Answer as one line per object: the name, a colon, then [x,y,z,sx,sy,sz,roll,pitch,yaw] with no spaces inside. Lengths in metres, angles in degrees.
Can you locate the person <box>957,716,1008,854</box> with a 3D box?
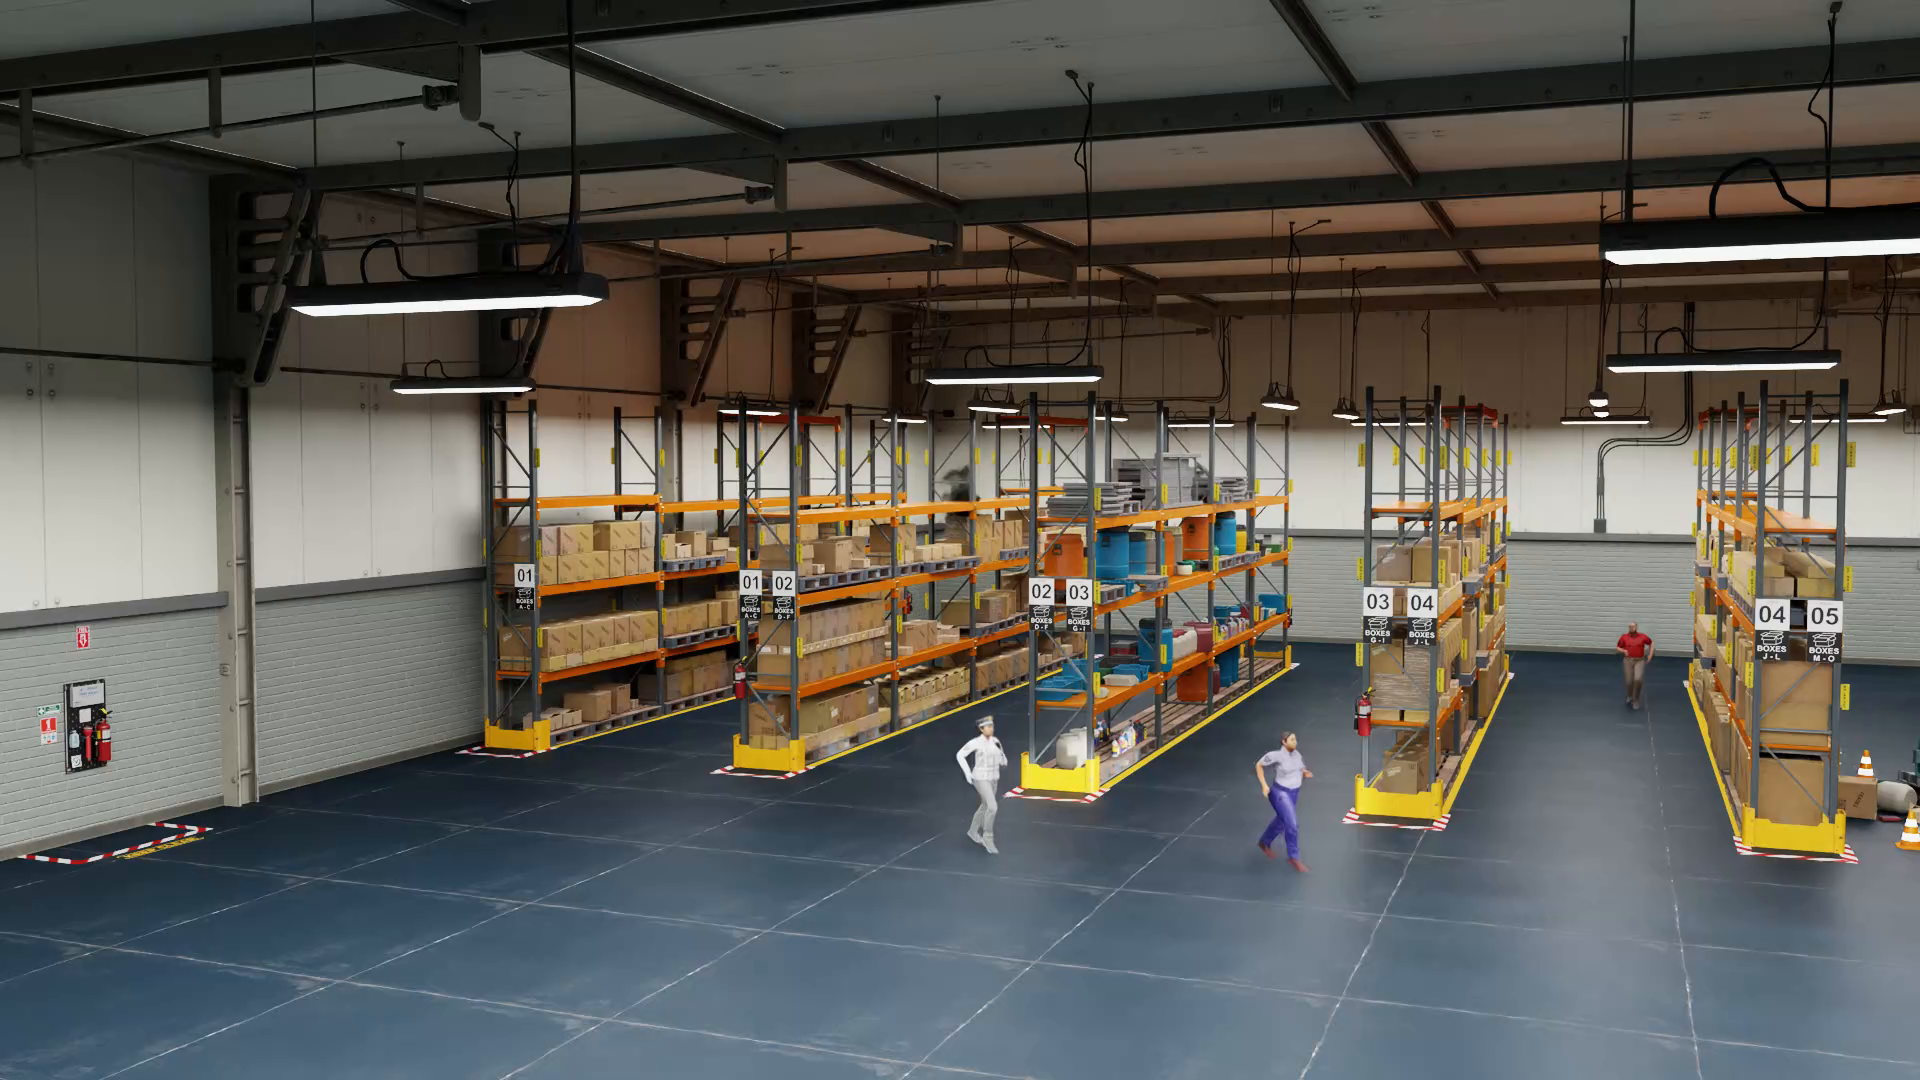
person: [0.328,3.110,21.242,0.744,1.753,0.578,3,4,44]

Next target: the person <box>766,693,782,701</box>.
person: [-3.389,2.713,30.795,0.537,1.558,0.549,0,3,10]

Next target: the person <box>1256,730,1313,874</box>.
person: [3.965,3.164,20.360,0.580,1.694,0.838,-3,4,-43]

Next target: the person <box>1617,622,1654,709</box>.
person: [13.542,2.525,33.403,0.670,1.773,0.767,2,3,29]
